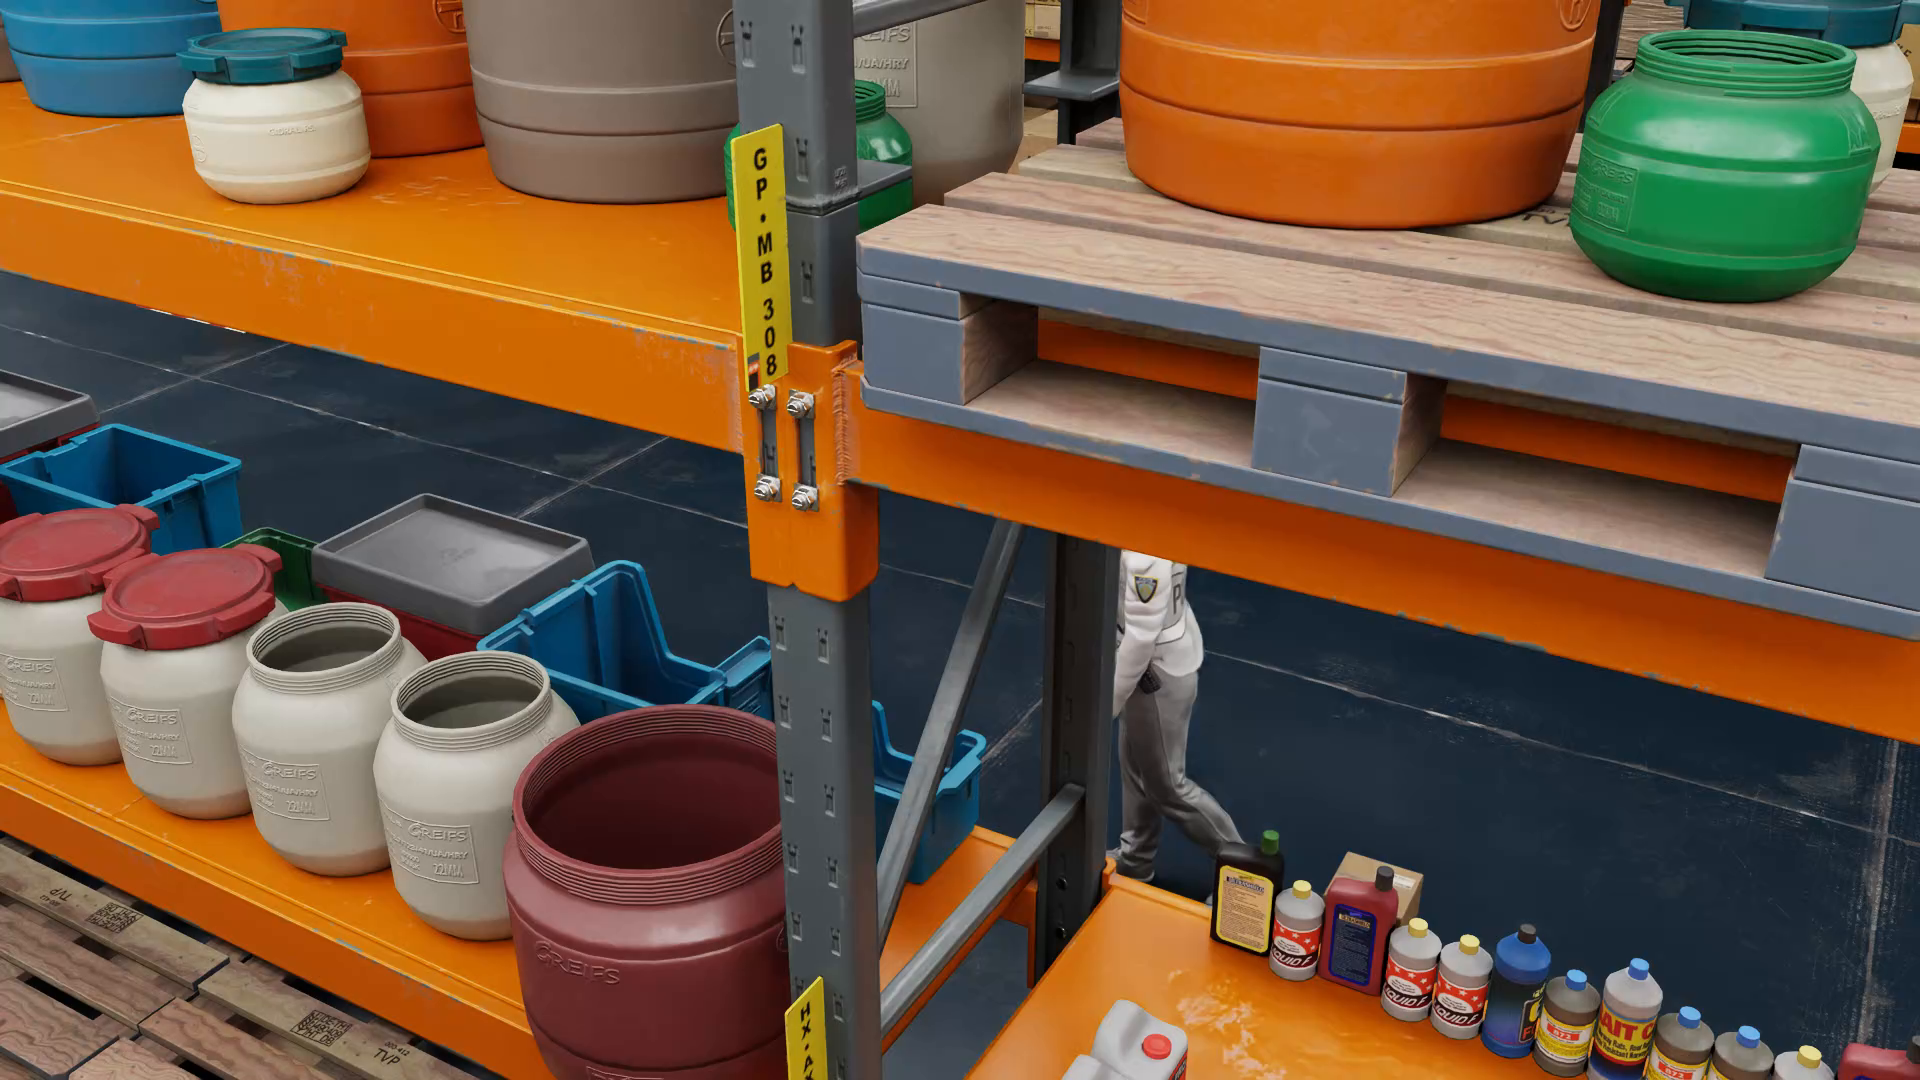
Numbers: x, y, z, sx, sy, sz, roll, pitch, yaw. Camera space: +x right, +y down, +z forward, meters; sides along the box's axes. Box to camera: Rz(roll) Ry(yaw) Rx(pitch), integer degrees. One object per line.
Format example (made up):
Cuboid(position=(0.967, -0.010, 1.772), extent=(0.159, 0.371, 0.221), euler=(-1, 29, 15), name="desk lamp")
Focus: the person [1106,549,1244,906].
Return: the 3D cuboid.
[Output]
Cuboid(position=(0.688, 0.421, 5.260), extent=(0.635, 1.666, 0.502), euler=(4, 27, 8), name="person")
